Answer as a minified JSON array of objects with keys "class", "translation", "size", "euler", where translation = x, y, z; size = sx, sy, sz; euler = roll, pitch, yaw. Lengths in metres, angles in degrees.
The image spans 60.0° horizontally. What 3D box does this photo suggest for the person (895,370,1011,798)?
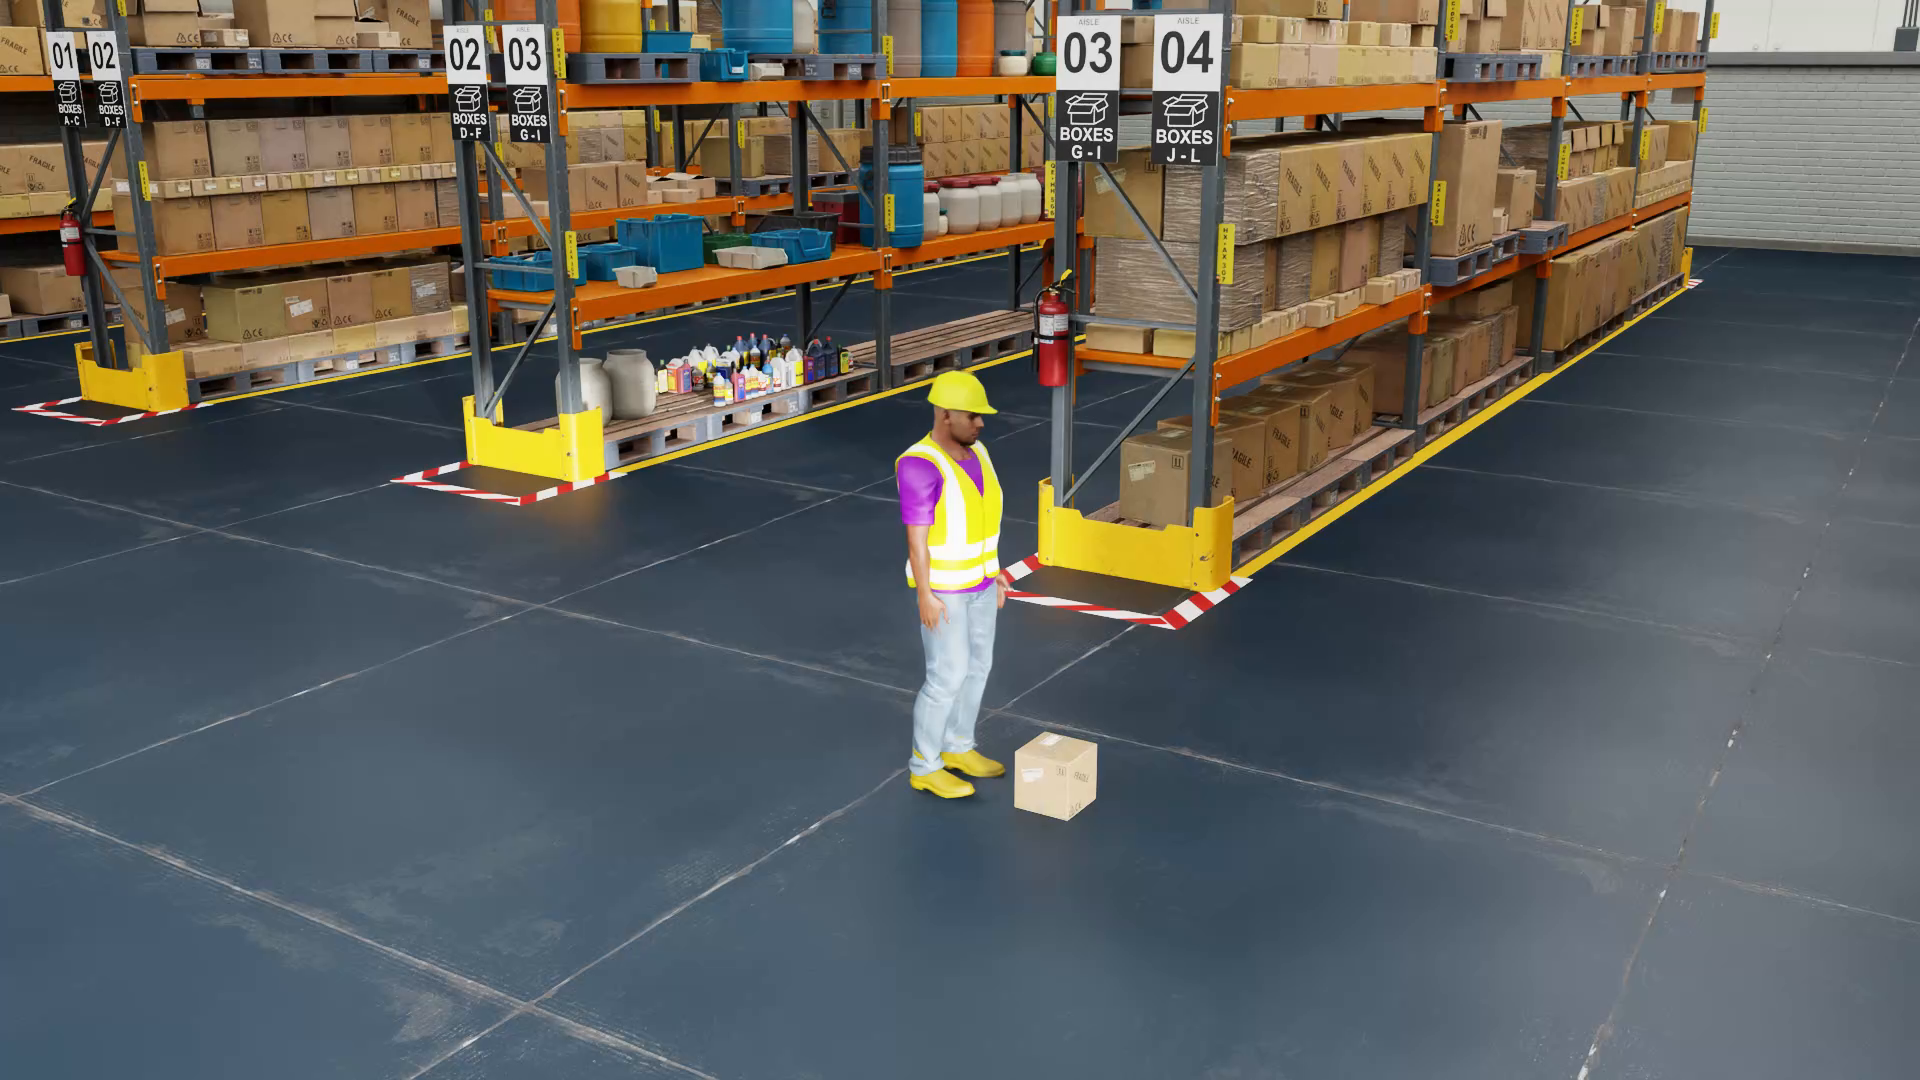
[{"class":"person","translation":[-0.017,0.173,6.902],"size":[0.363,1.767,0.566],"euler":[10,19,31]}]
